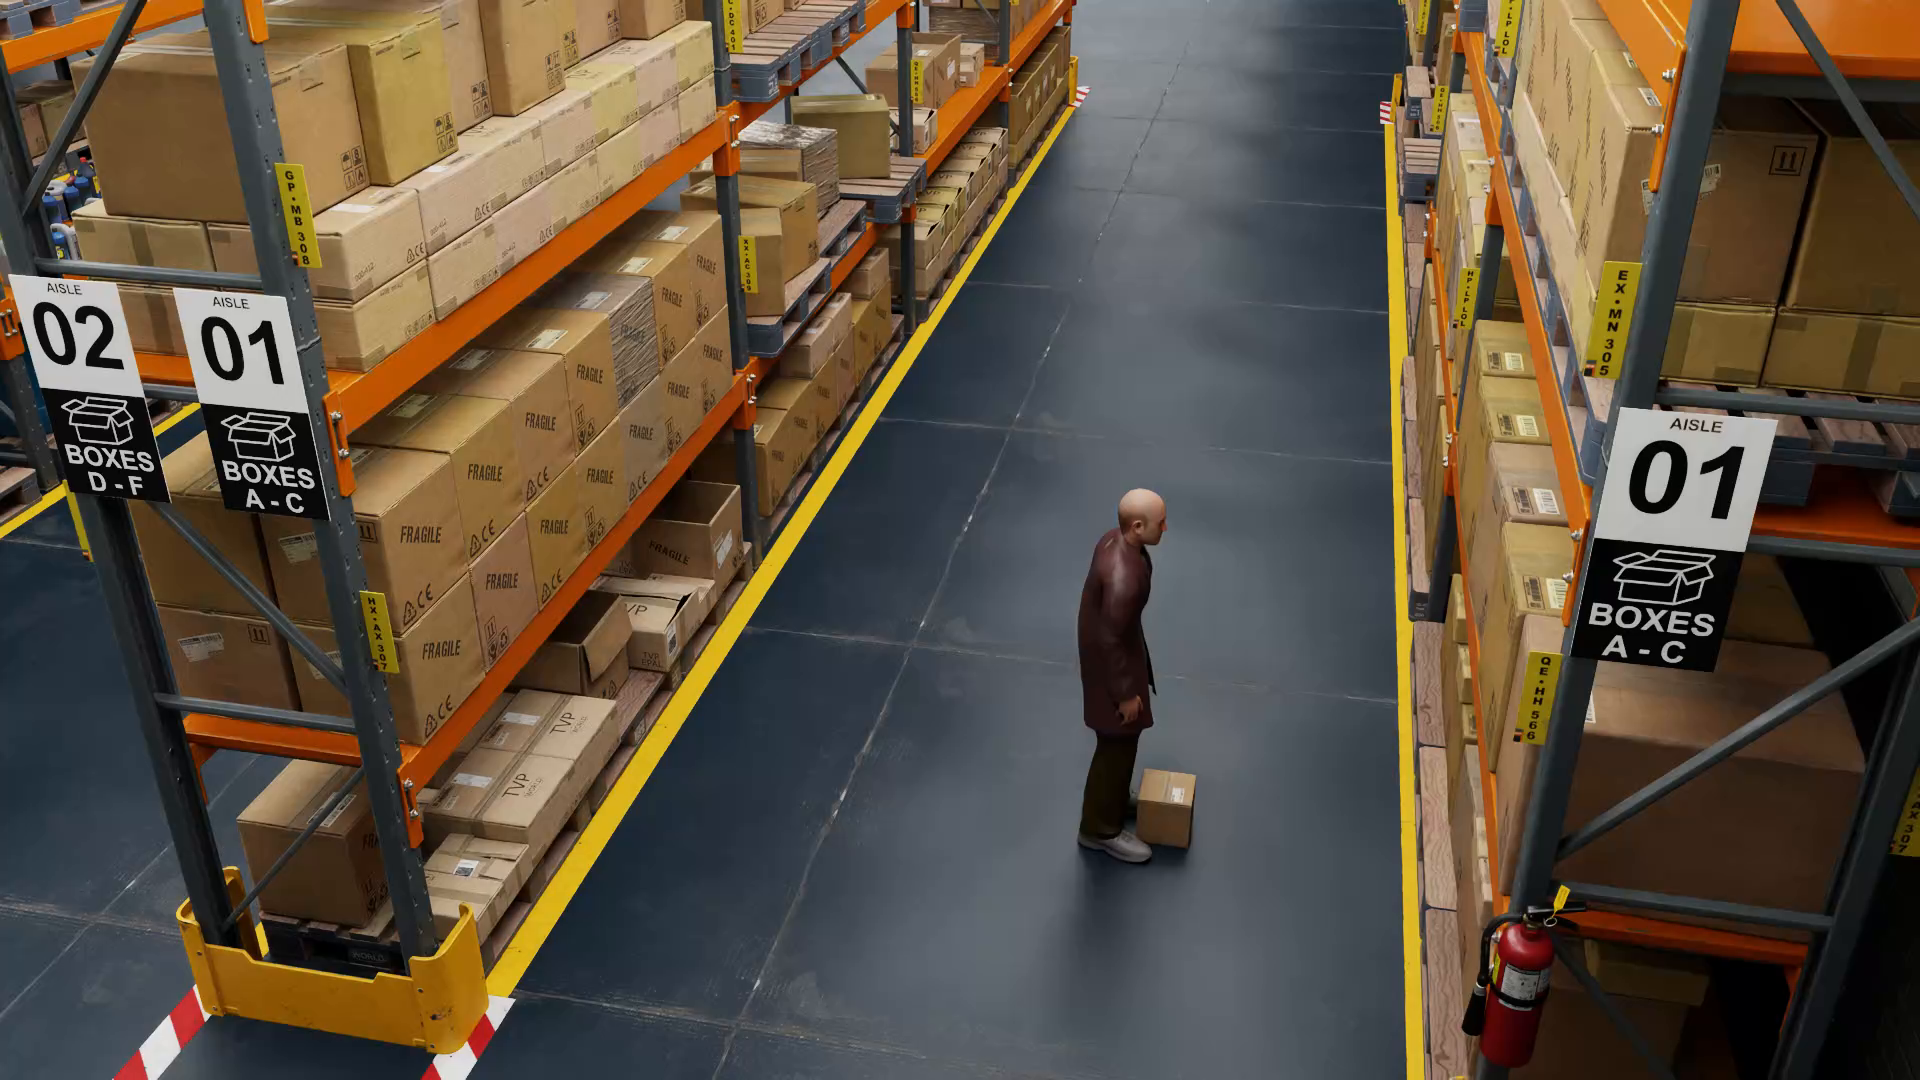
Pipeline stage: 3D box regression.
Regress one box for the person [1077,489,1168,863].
[{"bbox_3d":[0.739,0.575,7.577,0.419,1.774,0.655,5,29,8],"label":"person"}]
